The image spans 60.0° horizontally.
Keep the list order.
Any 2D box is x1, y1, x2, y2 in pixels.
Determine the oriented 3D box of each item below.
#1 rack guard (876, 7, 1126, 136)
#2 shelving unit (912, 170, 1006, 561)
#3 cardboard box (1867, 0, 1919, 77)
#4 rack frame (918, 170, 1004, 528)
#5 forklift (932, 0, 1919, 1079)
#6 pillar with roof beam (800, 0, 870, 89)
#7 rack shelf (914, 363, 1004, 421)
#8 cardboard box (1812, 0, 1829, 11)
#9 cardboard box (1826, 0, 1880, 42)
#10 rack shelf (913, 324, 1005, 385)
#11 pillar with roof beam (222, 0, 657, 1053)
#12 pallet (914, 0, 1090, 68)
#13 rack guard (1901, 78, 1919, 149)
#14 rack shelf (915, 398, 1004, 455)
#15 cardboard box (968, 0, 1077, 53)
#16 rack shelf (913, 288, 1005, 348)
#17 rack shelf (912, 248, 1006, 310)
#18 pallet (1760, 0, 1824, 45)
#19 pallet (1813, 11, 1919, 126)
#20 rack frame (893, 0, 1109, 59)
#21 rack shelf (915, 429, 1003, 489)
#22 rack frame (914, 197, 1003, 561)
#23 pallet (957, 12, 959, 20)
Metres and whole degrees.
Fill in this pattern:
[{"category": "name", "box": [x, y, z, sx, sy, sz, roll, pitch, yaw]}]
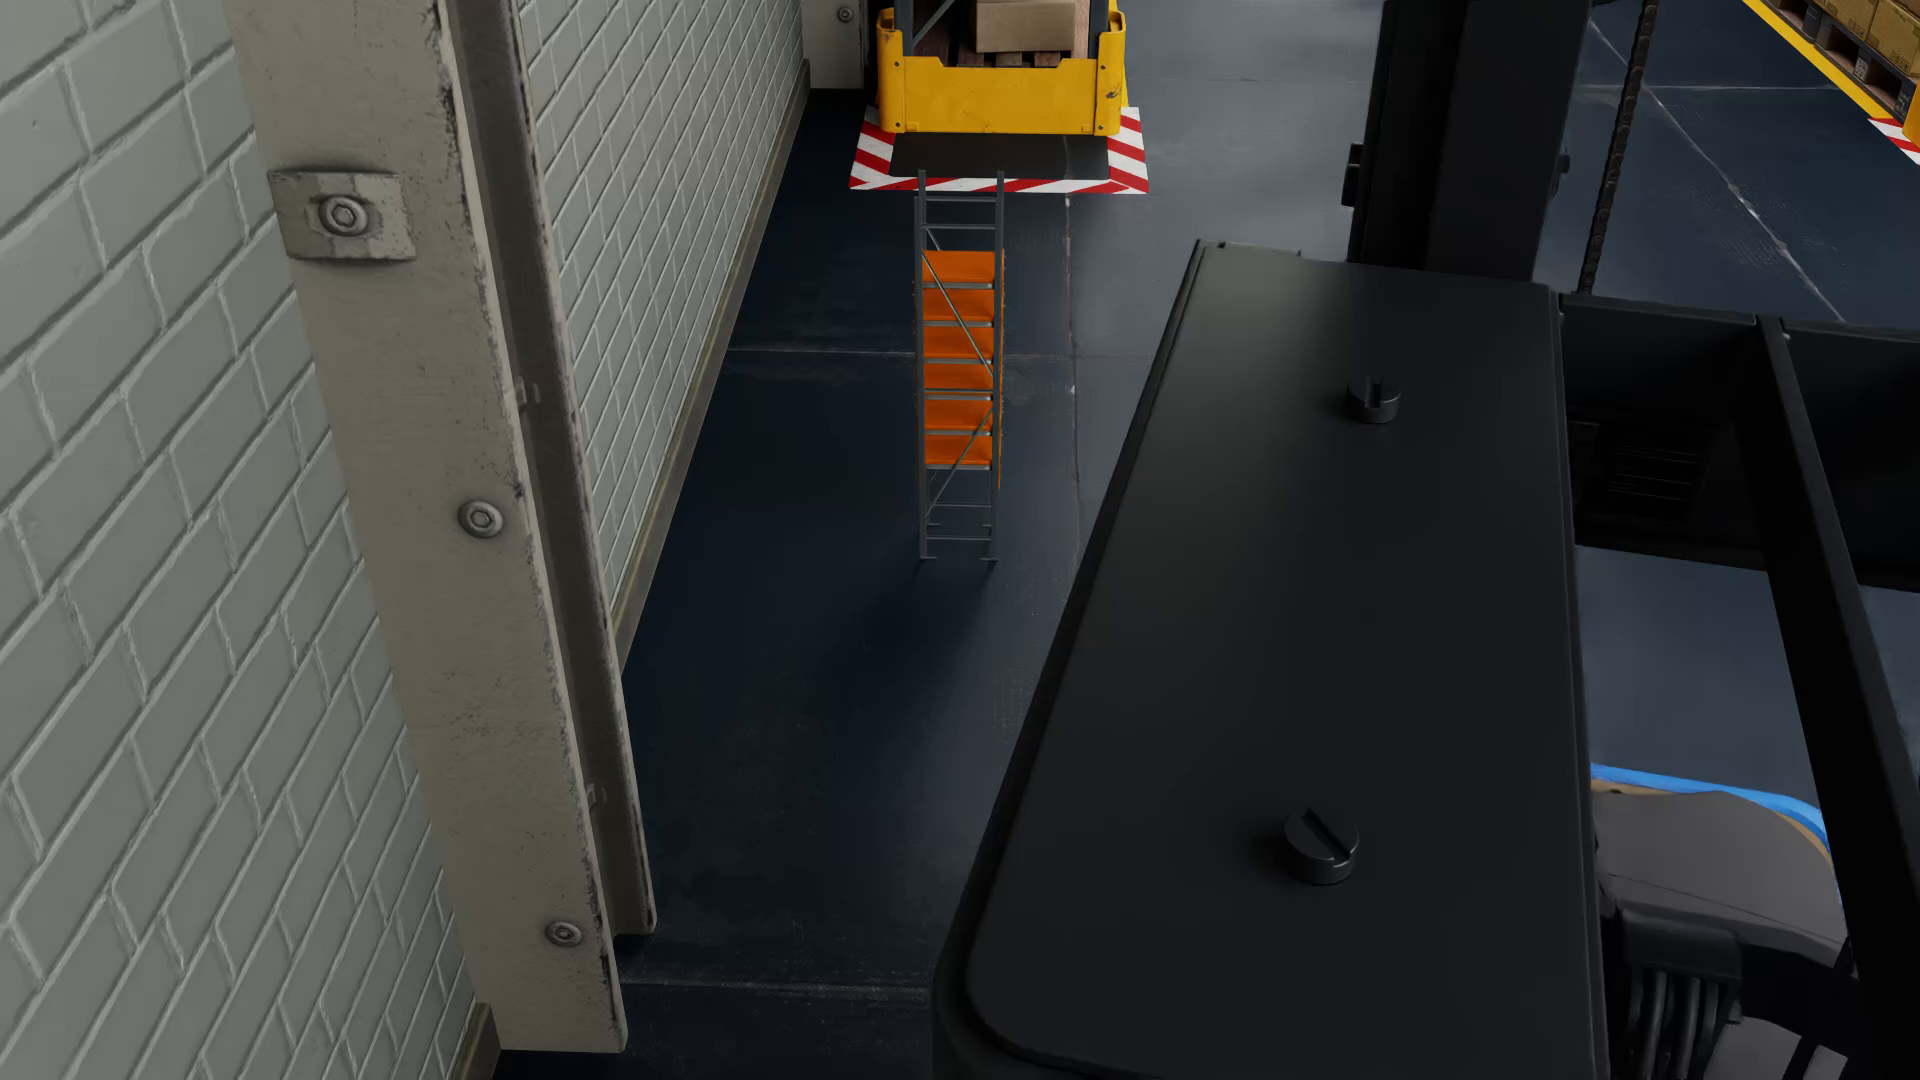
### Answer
[{"category": "rack guard", "box": [0.195, -2.266, 8.039, 1.175, 0.500, 0.348, 1, 35, 2]}, {"category": "shelving unit", "box": [-0.001, -0.483, 4.893, 0.258, 1.200, 0.189, 1, 35, 2]}, {"category": "cardboard box", "box": [4.869, -2.494, 8.216, 0.500, 0.250, 0.500, 1, 35, 2]}, {"category": "rack frame", "box": [0.003, -0.535, 4.968, 0.240, 1.200, 0.006, 1, 35, 2]}, {"category": "forklift", "box": [0.621, 0.863, 1.473, 1.130, 2.935, 3.031, 9, 36, 12]}, {"category": "pillar with roof beam", "box": [3.658, -6.022, 5.992, 9.100, 9.000, 0.400, 1, 35, 2]}, {"category": "rack shelf", "box": [-0.001, -0.446, 4.919, 0.258, 0.103, 0.180, 1, 35, 2]}, {"category": "cardboard box", "box": [4.895, -3.069, 9.034, 0.500, 0.250, 0.500, 1, 35, 2]}, {"category": "cardboard box", "box": [4.877, -2.782, 8.625, 0.500, 0.250, 0.500, 1, 35, 2]}, {"category": "rack shelf", "box": [-0.001, -0.544, 4.850, 0.258, 0.103, 0.180, 1, 35, 2]}, {"category": "pillar with roof beam", "box": [3.417, -2.575, 1.087, 9.100, 9.000, 0.400, 1, 35, 2]}, {"category": "pallet", "box": [0.263, -2.613, 8.785, 1.003, 0.211, 1.213, 1, 35, 2]}, {"category": "rack guard", "box": [5.141, -2.096, 7.797, 1.175, 0.500, 0.348, 1, 35, 2]}, {"category": "rack shelf", "box": [-0.001, -0.348, 4.988, 0.258, 0.103, 0.180, 1, 35, 2]}, {"category": "cardboard box", "box": [0.310, -2.720, 8.467, 0.500, 0.311, 0.500, -2, 35, -3]}, {"category": "rack shelf", "box": [-0.001, -0.643, 4.781, 0.258, 0.103, 0.180, 1, 35, 2]}, {"category": "rack shelf", "box": [-0.001, -0.741, 4.712, 0.258, 0.103, 0.180, 1, 35, 2]}, {"category": "pallet", "box": [5.183, -3.131, 9.521, 1.003, 0.211, 1.213, 1, 35, 2]}, {"category": "pallet", "box": [5.131, -2.432, 8.527, 1.003, 0.211, 1.213, 1, 35, 2]}, {"category": "rack frame", "box": [0.192, -3.245, 7.258, 1.000, 3.000, 0.127, 1, 35, 2]}, {"category": "rack shelf", "box": [-0.001, -0.250, 5.057, 0.258, 0.103, 0.180, 1, 35, 2]}, {"category": "rack frame", "box": [-0.004, -0.430, 4.818, 0.240, 1.200, 0.006, 1, 35, 2]}, {"category": "pallet", "box": [0.315, -3.312, 9.780, 1.003, 0.211, 1.213, 1, 35, 2]}]
